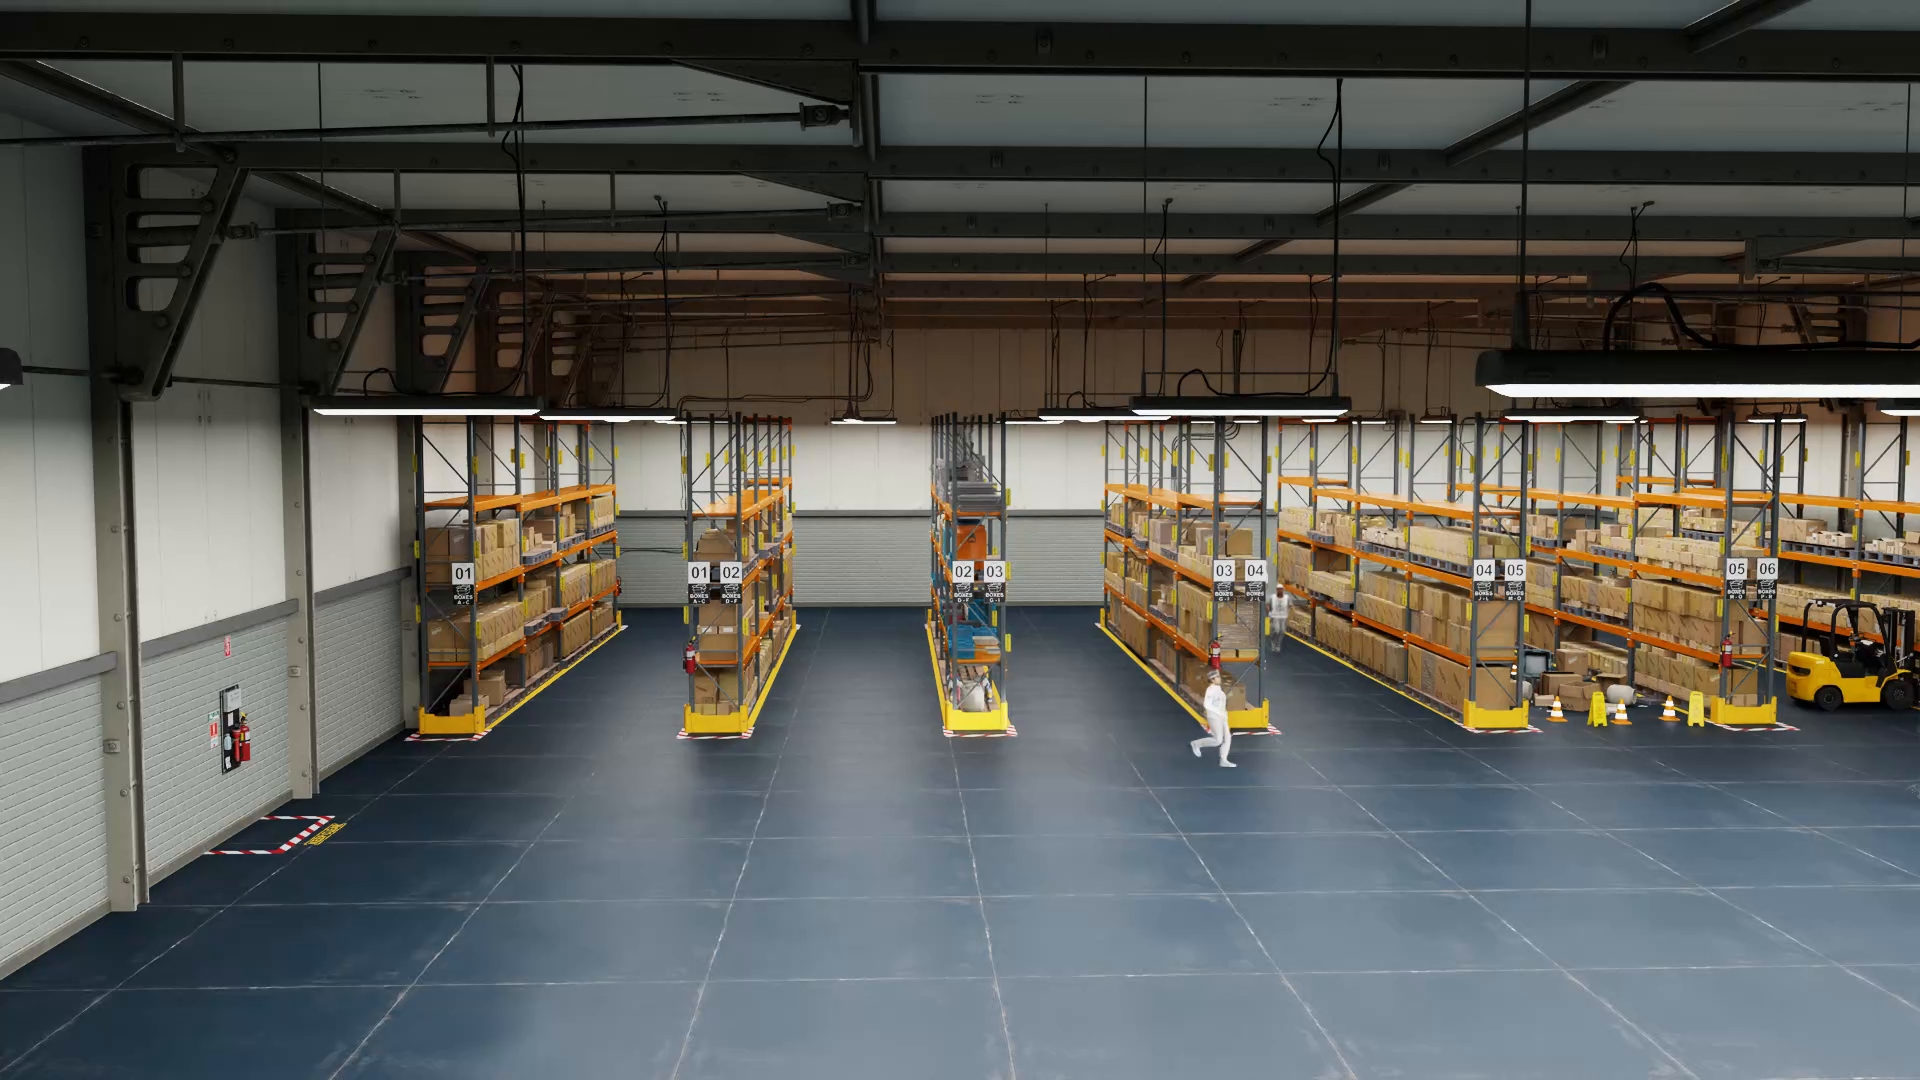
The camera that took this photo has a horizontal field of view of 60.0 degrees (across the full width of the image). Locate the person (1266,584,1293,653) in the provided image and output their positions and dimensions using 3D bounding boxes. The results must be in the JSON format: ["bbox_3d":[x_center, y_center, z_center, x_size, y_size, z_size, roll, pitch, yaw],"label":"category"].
[{"bbox_3d":[8.085,1.983,41.982,0.655,1.755,0.644,0,4,0],"label":"person"}]

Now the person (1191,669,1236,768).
[{"bbox_3d":[4.329,2.994,28.029,0.711,1.657,0.633,2,4,27],"label":"person"}]
